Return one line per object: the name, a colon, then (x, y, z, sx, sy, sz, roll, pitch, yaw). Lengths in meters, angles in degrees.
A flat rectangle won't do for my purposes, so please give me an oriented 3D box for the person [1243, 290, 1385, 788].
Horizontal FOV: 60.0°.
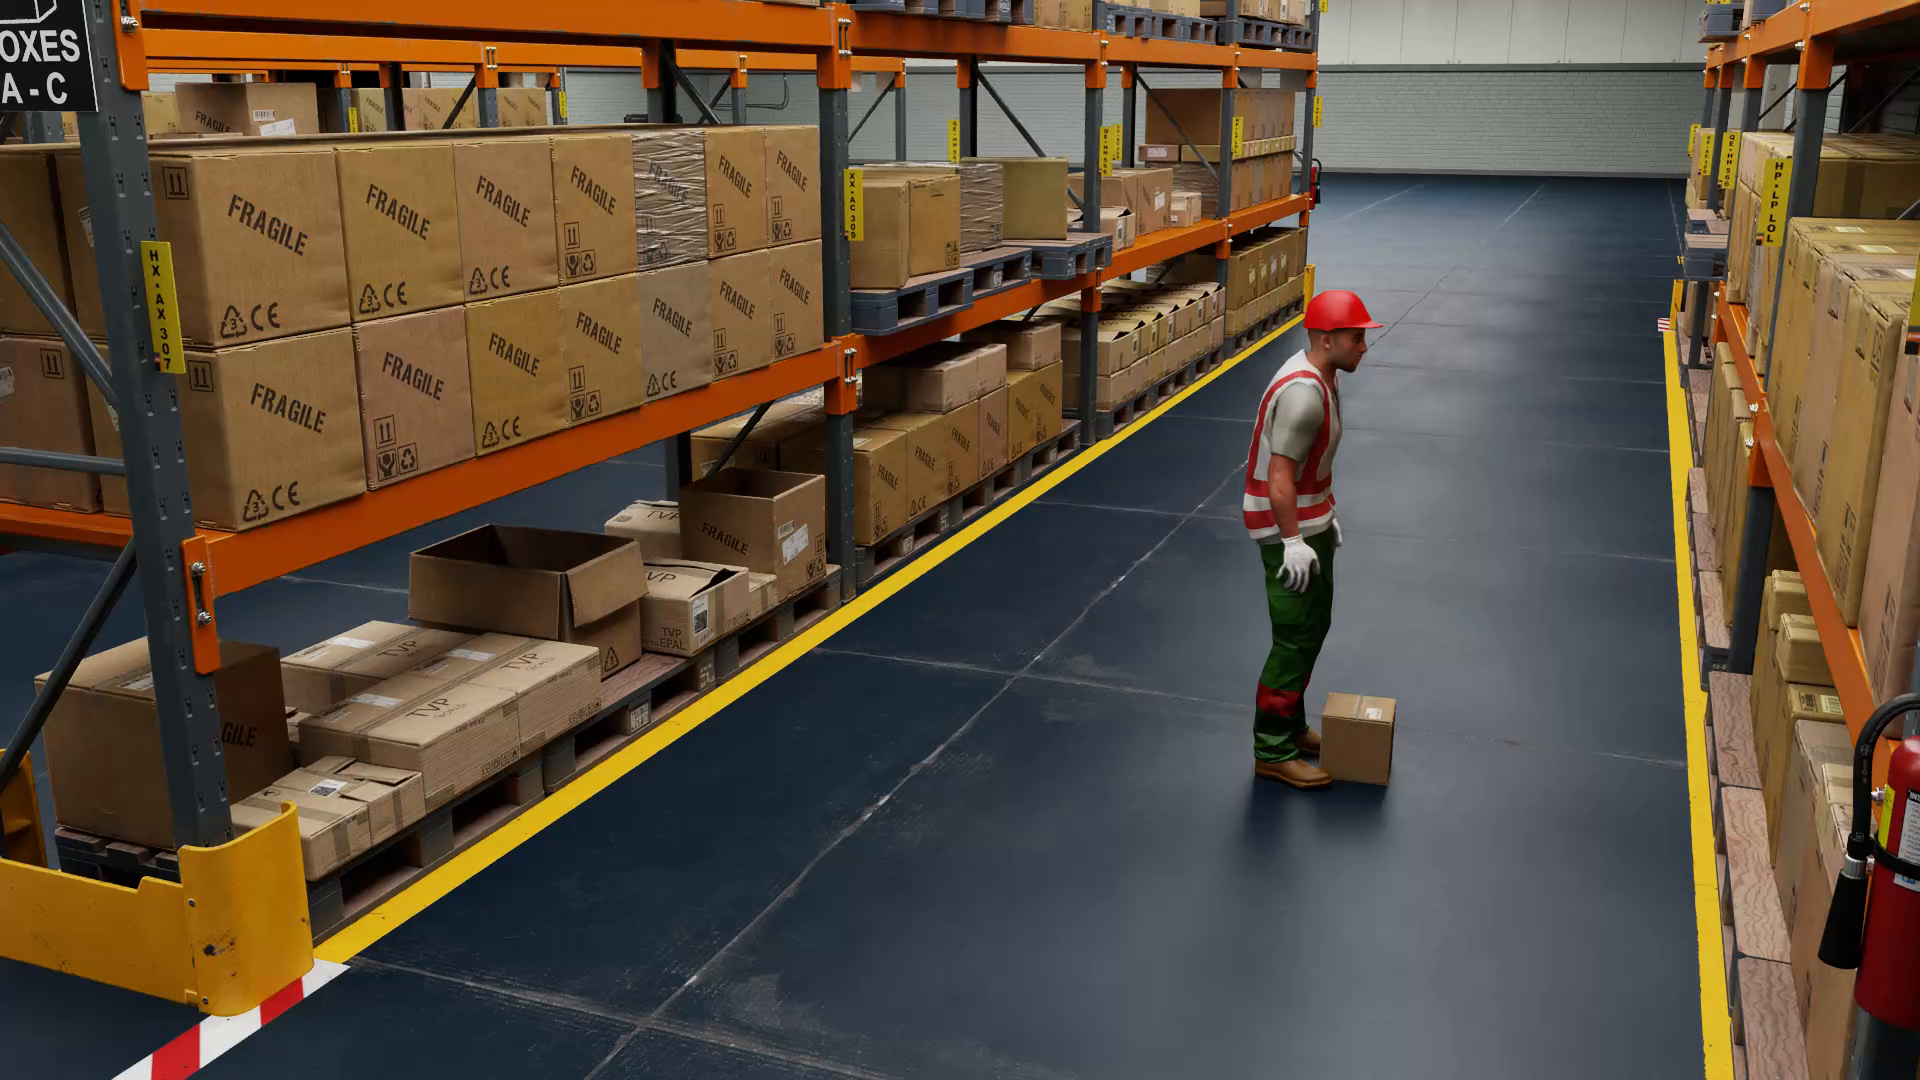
person: (1.264, -0.020, 6.065, 0.450, 1.779, 0.608, 6, 16, 21)
